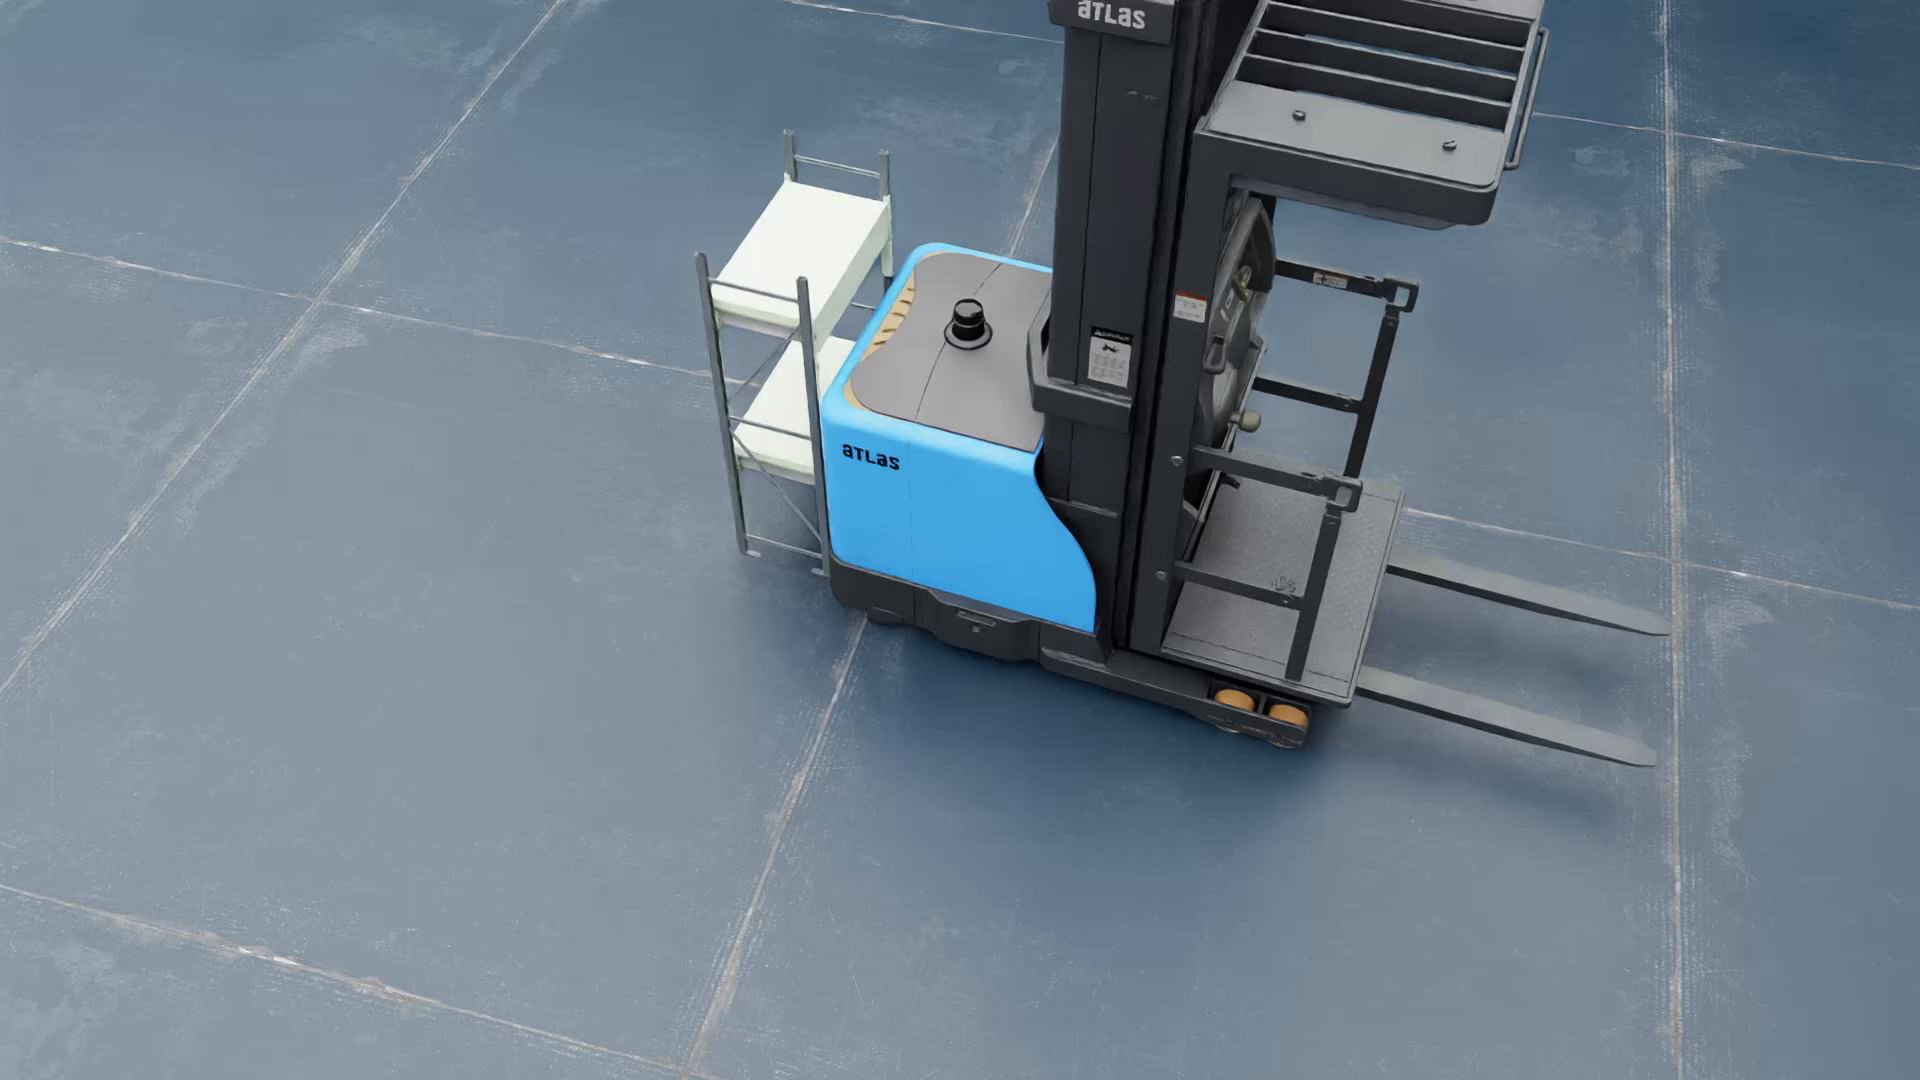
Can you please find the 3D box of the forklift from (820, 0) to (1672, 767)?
[{"bbox_3d":[1.077,-0.674,5.308,3.031,2.935,1.130,15,50,13],"label":"forklift"}]

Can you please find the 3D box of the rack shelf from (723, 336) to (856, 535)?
[{"bbox_3d":[-0.566,-0.446,6.497,0.431,0.370,0.720,15,50,13],"label":"rack shelf"}]

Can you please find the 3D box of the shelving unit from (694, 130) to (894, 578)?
[{"bbox_3d":[-0.566,-0.661,6.252,0.431,1.500,0.755,15,50,13],"label":"shelving unit"}]

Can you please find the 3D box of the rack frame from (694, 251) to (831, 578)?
[{"bbox_3d":[-0.689,-0.403,6.024,0.400,1.500,0.023,15,50,13],"label":"rack frame"}]

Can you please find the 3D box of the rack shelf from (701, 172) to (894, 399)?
[{"bbox_3d":[-0.566,-0.920,5.960,0.431,0.370,0.720,15,50,13],"label":"rack shelf"}]

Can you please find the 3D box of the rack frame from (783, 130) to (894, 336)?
[{"bbox_3d":[-0.443,-0.920,6.480,0.400,1.500,0.023,15,50,13],"label":"rack frame"}]
